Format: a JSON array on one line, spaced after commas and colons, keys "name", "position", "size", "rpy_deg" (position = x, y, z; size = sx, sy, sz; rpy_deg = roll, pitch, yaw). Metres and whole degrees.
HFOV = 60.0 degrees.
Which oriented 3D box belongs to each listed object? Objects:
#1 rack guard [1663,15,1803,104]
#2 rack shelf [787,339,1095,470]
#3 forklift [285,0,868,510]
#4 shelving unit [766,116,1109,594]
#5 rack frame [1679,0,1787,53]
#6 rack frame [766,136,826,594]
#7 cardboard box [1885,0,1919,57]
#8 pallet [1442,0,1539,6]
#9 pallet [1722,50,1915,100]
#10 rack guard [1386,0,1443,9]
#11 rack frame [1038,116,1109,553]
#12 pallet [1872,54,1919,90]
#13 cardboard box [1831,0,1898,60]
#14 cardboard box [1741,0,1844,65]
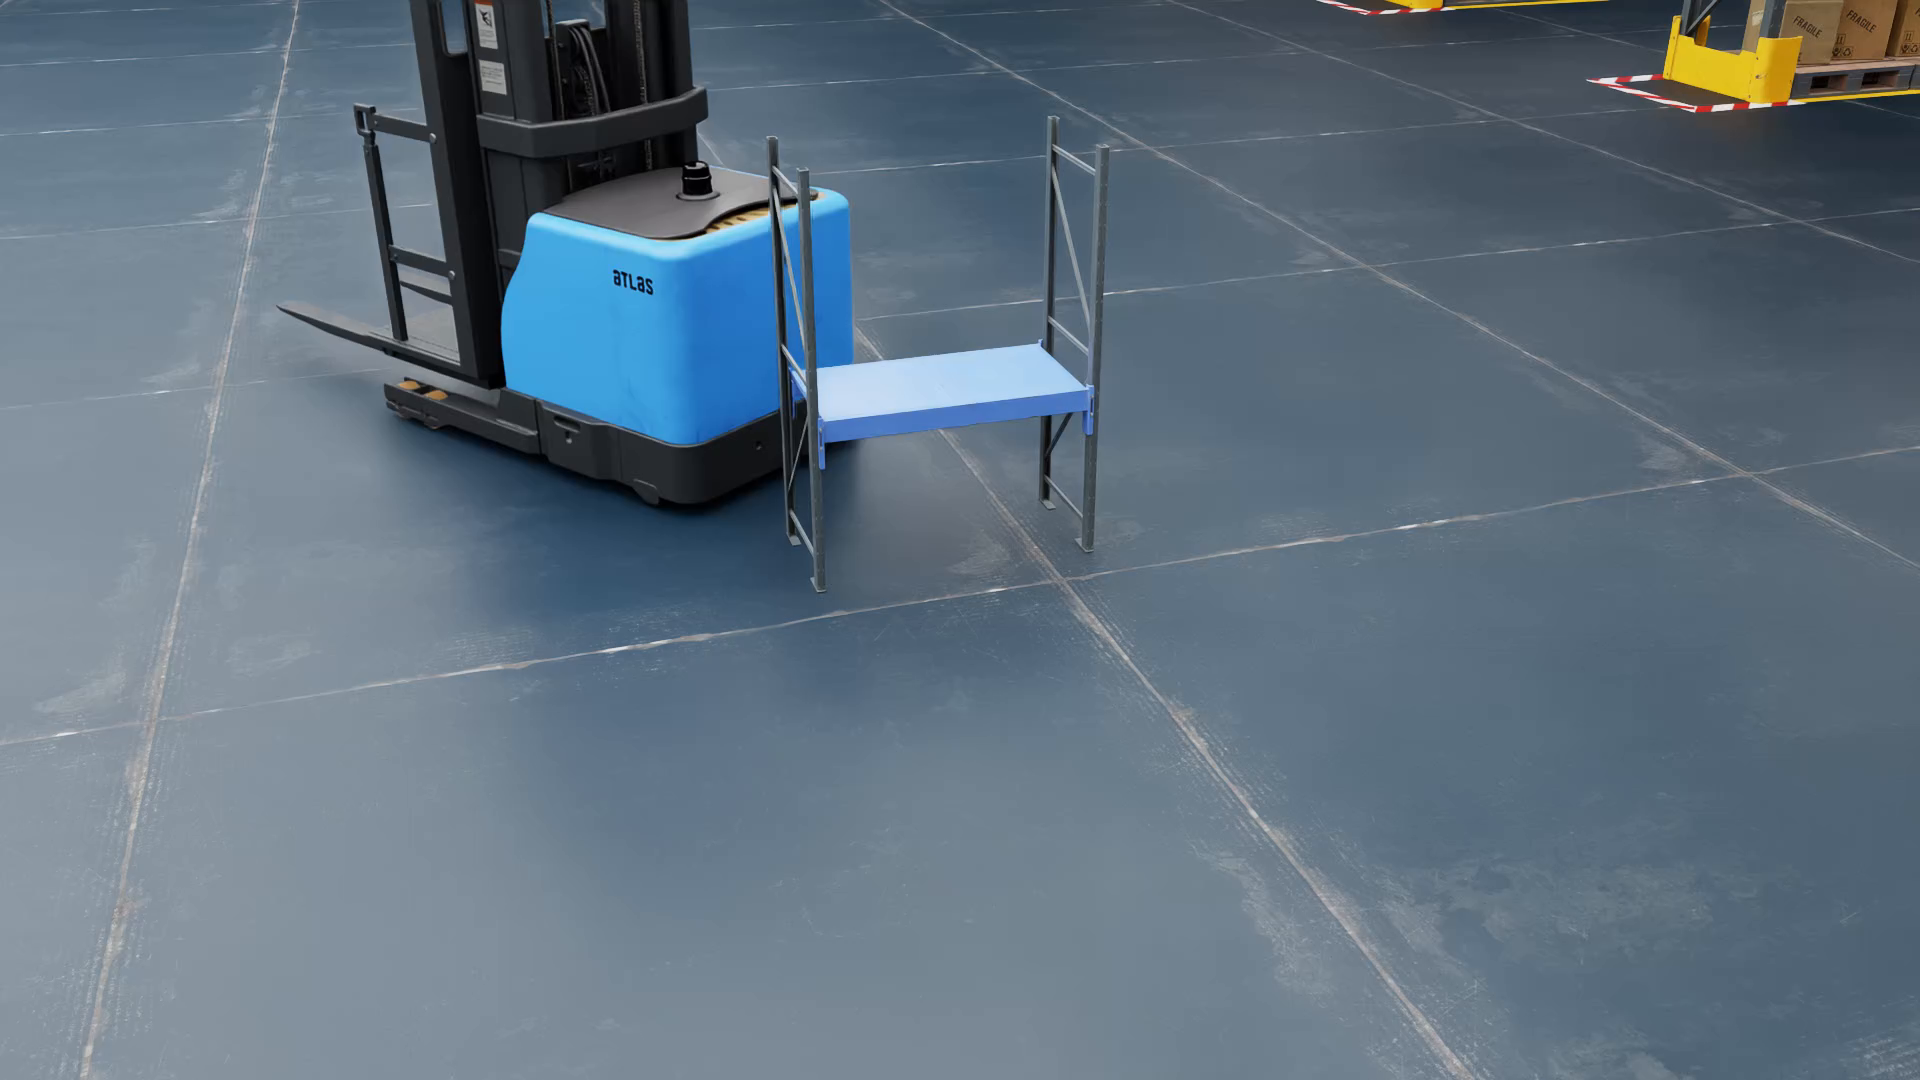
[{"name": "rack guard", "position": [6.332, -3.966, 13.676], "size": [0.348, 0.500, 1.175], "rpy_deg": [-8, 28, -16]}, {"name": "rack shelf", "position": [-0.081, -0.499, 5.973], "size": [1.000, 0.185, 0.538], "rpy_deg": [-8, 28, -16]}, {"name": "forklift", "position": [-1.845, -1.940, 6.862], "size": [3.031, 2.935, 1.130], "rpy_deg": [19, 32, 33]}, {"name": "shelving unit", "position": [-0.081, -0.660, 5.893], "size": [1.048, 1.500, 0.538], "rpy_deg": [-8, 28, -16]}, {"name": "rack frame", "position": [6.259, -5.075, 13.099], "size": [0.127, 3.000, 1.000], "rpy_deg": [-8, 28, -16]}, {"name": "rack frame", "position": [-0.564, -0.590, 5.752], "size": [0.032, 1.500, 0.500], "rpy_deg": [-8, 28, -16]}, {"name": "cardboard box", "position": [8.017, -4.397, 14.073], "size": [0.500, 0.500, 0.500], "rpy_deg": [-6, 27, -11]}, {"name": "pallet", "position": [5.557, -6.060, 18.219], "size": [1.213, 0.211, 1.003], "rpy_deg": [-8, 28, -16]}, {"name": "pallet", "position": [7.115, -3.933, 13.935], "size": [1.213, 0.211, 1.003], "rpy_deg": [-8, 28, -16]}, {"name": "rack guard", "position": [4.783, -6.080, 17.934], "size": [0.348, 0.500, 1.175], "rpy_deg": [-8, 28, -16]}, {"name": "rack frame", "position": [0.402, -0.730, 6.034], "size": [0.032, 1.500, 0.500], "rpy_deg": [-8, 28, -16]}, {"name": "pallet", "position": [8.273, -4.100, 14.271], "size": [1.213, 0.211, 1.003], "rpy_deg": [-8, 28, -16]}, {"name": "cardboard box", "position": [7.416, -4.319, 13.915], "size": [0.500, 0.500, 0.500], "rpy_deg": [-1, 26, -3]}, {"name": "cardboard box", "position": [6.858, -4.222, 13.720], "size": [0.500, 0.500, 0.500], "rpy_deg": [-3, 27, -7]}]
